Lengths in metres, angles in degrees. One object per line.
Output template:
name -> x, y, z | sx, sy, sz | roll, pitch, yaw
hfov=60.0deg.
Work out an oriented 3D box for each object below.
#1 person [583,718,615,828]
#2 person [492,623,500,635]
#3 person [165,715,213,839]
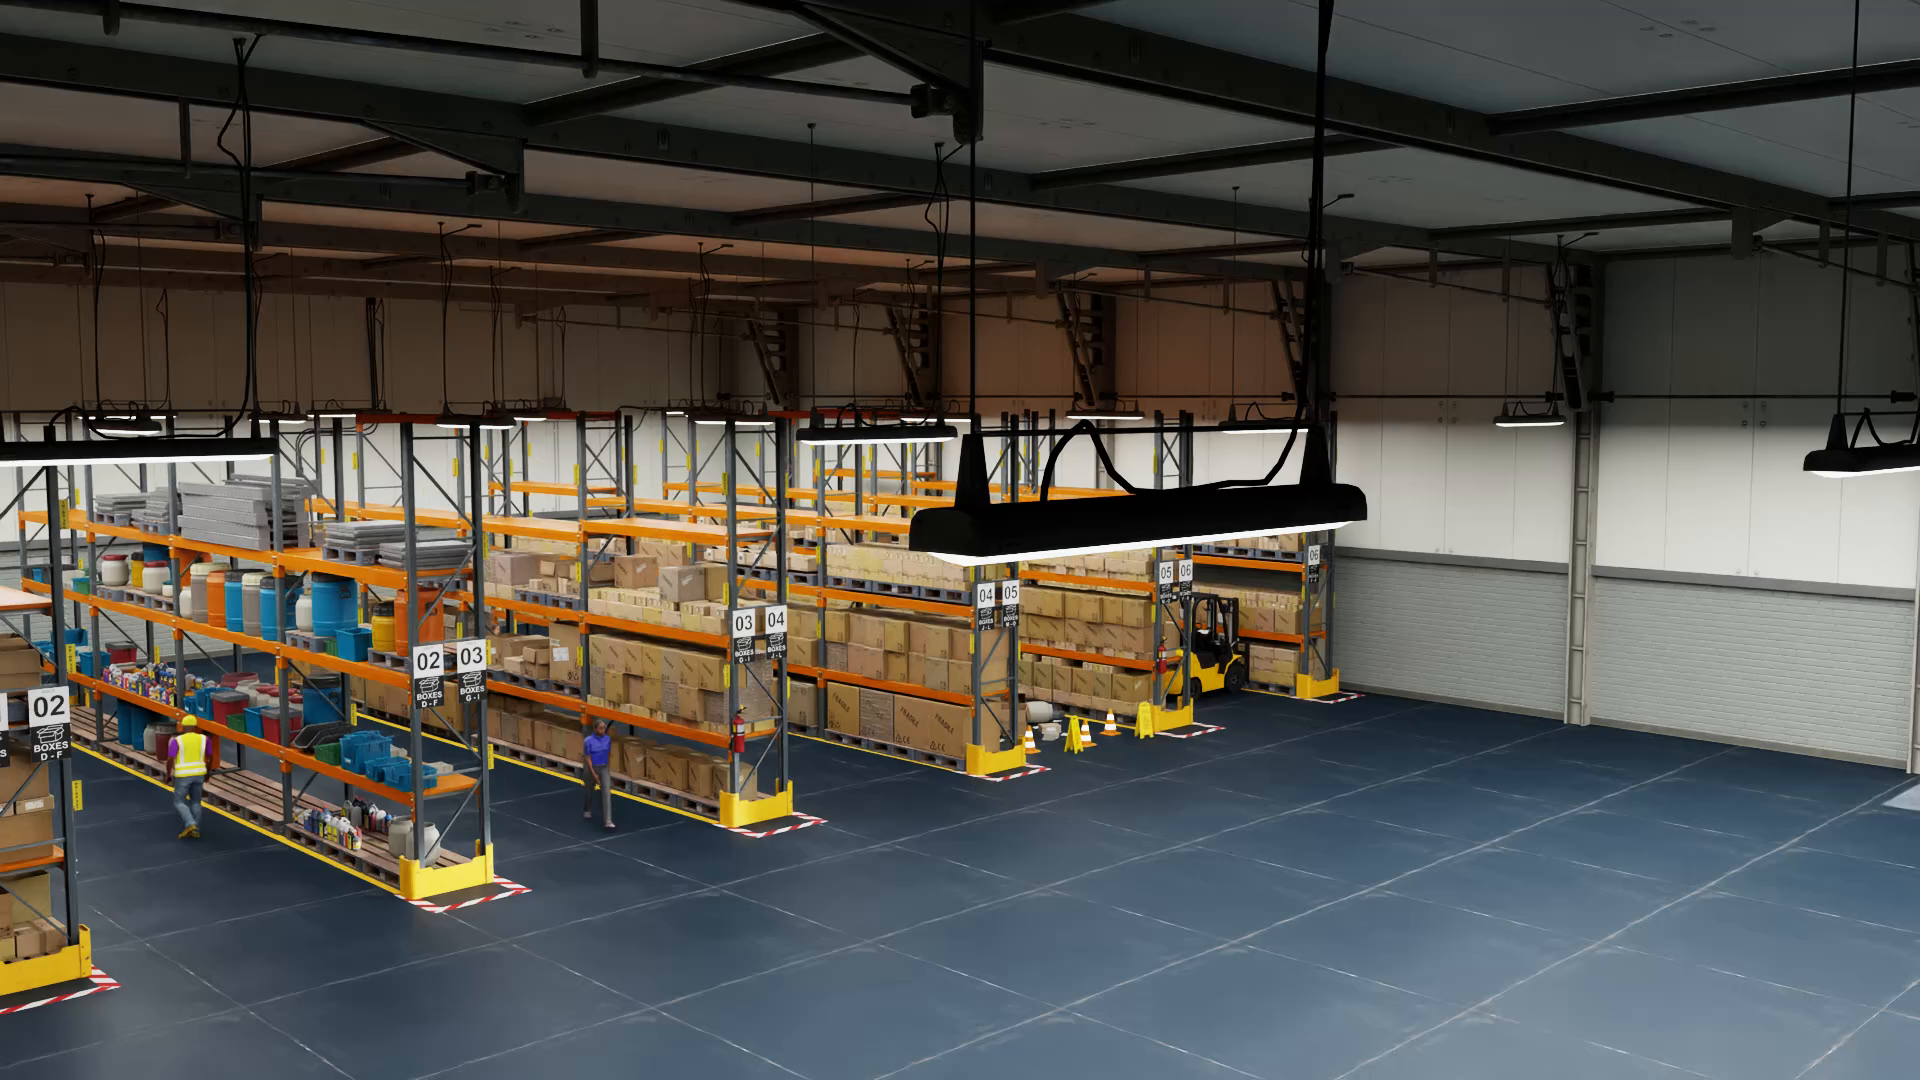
person -> -5.317, 3.413, 24.495 | 0.436, 1.554, 1.097 | -3, 6, -27
person -> -9.675, 2.519, 34.486 | 0.948, 1.624, 0.457 | 4, 7, 42
person -> -10.997, 3.400, 23.810 | 0.629, 1.736, 0.700 | -5, 7, -43
